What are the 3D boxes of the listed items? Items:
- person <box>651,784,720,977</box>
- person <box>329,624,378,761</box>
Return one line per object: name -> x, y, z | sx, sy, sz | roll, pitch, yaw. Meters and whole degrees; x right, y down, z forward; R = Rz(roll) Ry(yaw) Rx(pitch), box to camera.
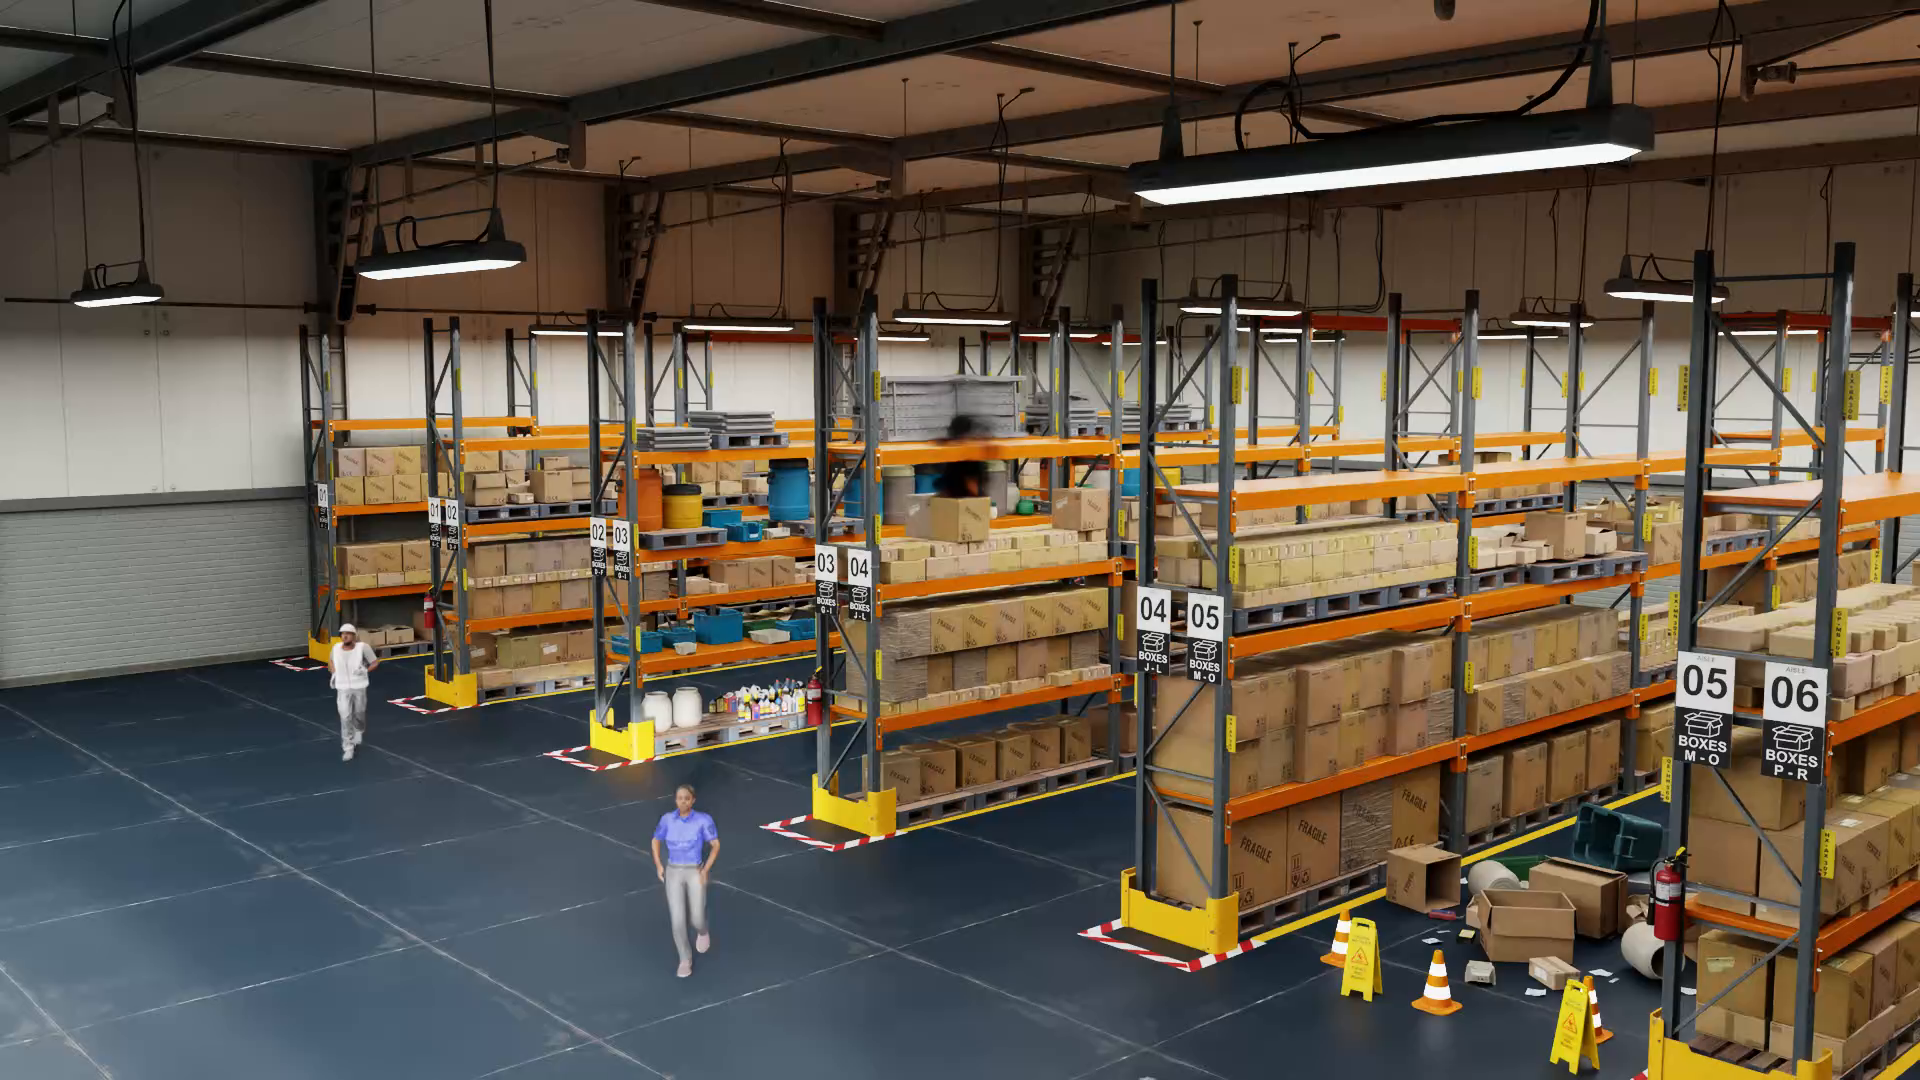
person -> -2.383, 2.910, 14.437 | 0.598, 1.632, 0.572 | 0, 6, -1
person -> -8.192, 2.010, 22.460 | 0.666, 1.795, 0.923 | -1, 6, -11
